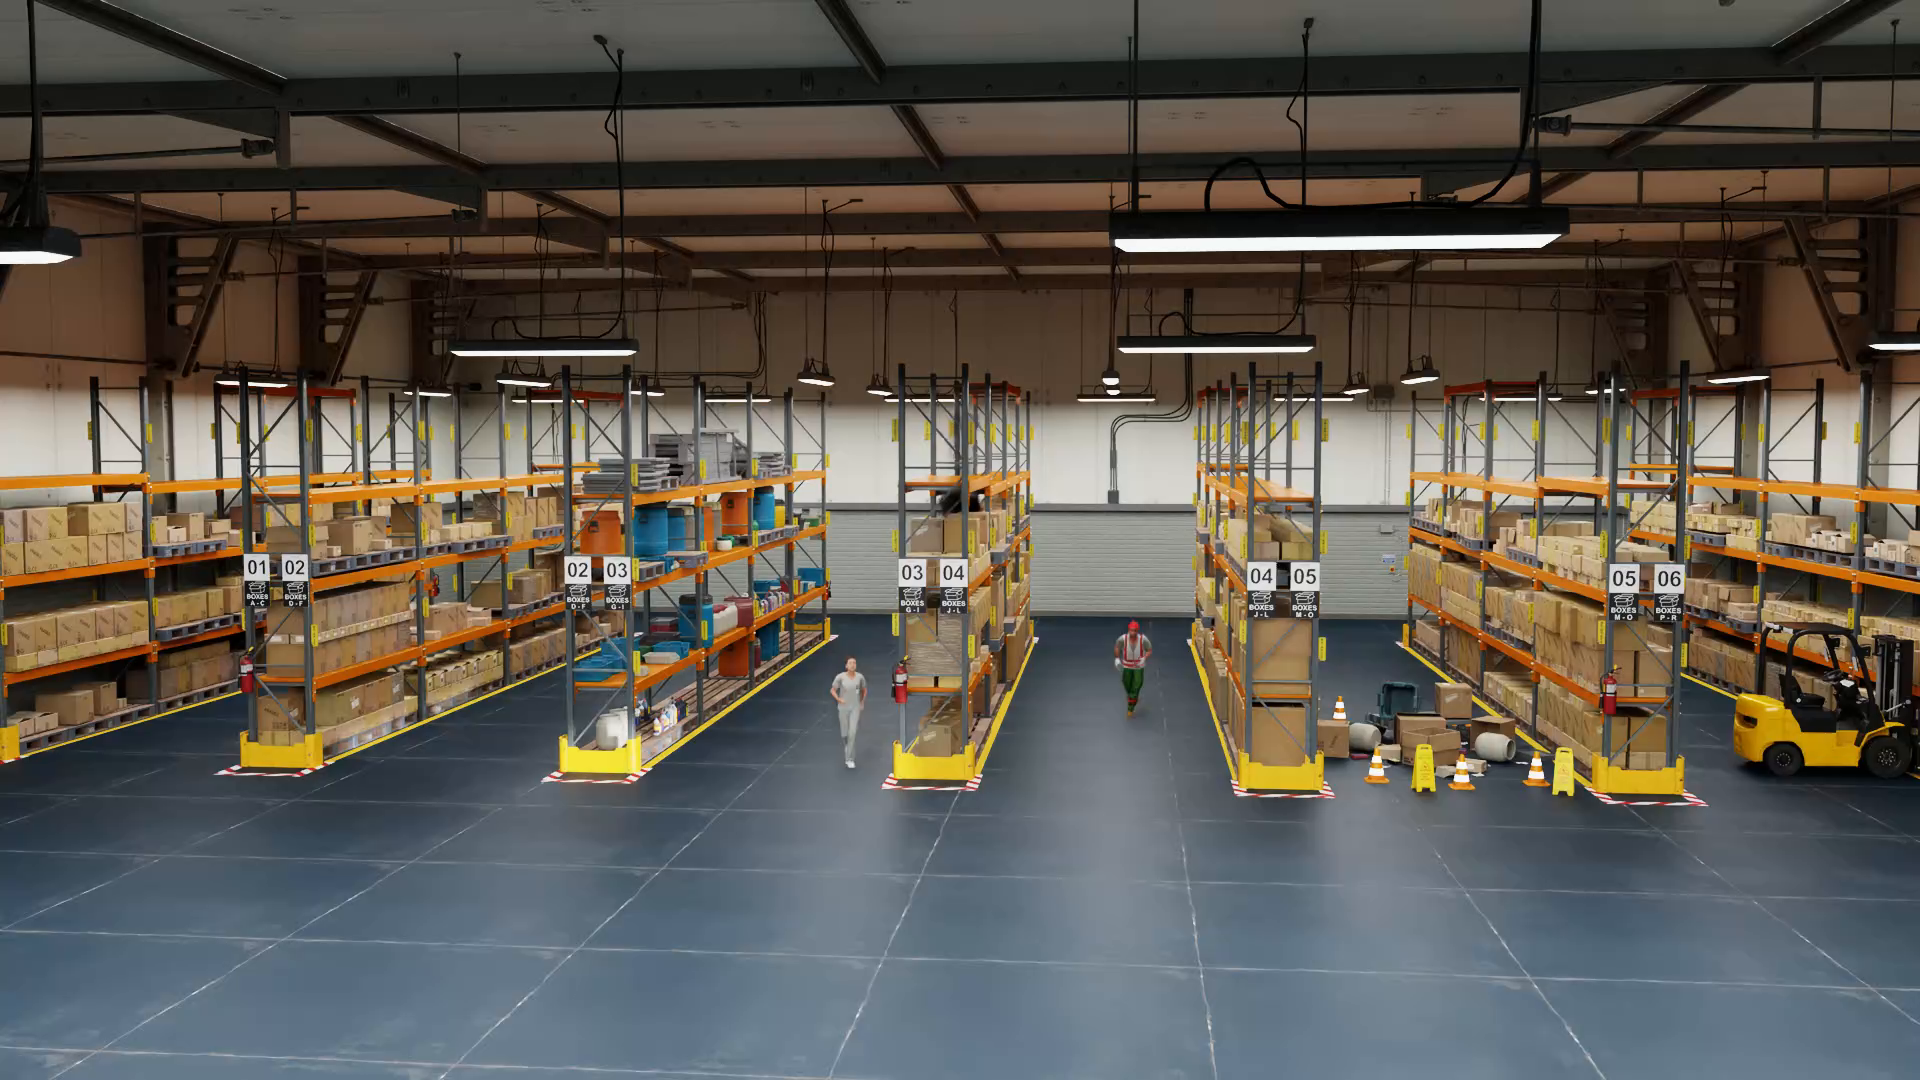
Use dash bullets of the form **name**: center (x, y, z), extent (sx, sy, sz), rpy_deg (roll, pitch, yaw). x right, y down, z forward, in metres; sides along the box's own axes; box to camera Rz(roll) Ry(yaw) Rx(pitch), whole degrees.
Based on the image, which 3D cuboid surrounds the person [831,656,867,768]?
- **person**: center (-1.674, 2.573, 25.154), extent (0.564, 1.661, 0.745), rpy_deg (-1, 4, -9)

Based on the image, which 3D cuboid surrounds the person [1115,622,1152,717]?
- **person**: center (3.068, 2.275, 29.463), extent (0.654, 1.712, 0.779), rpy_deg (0, 4, 3)
